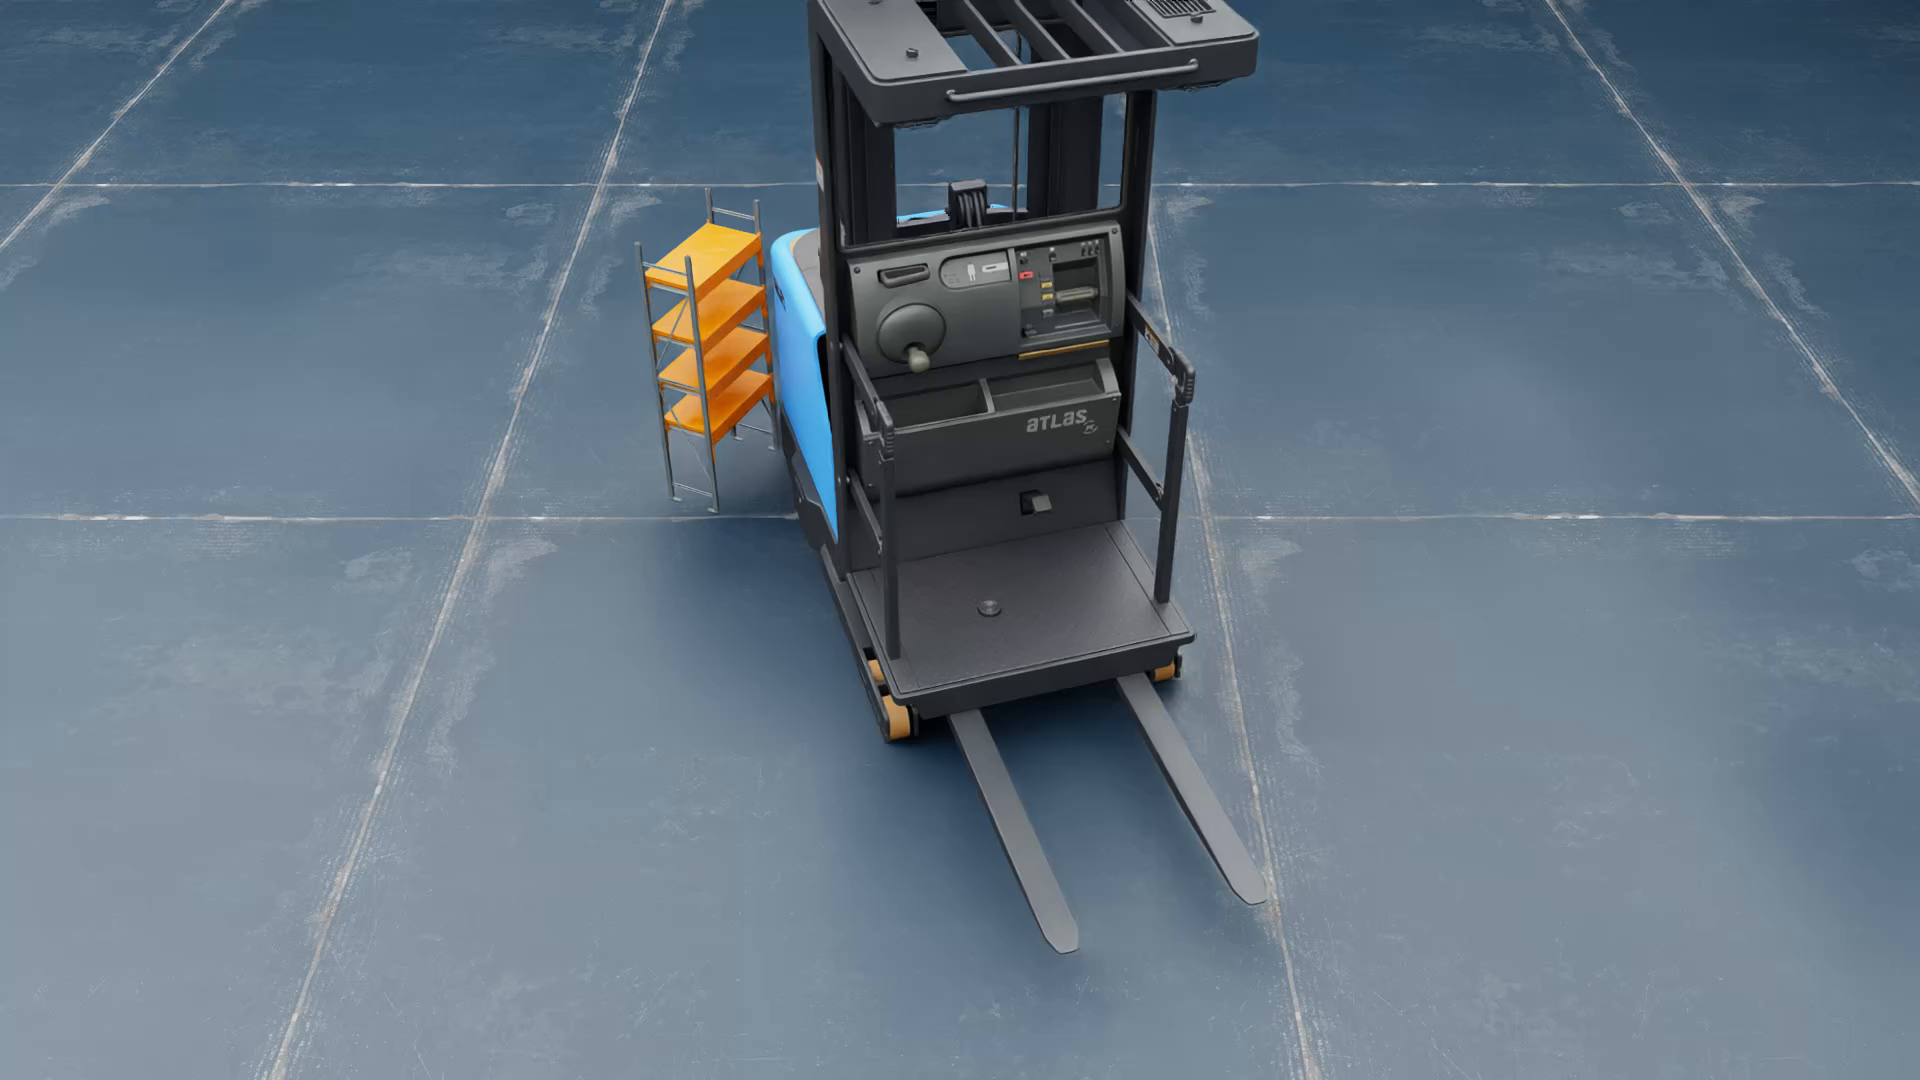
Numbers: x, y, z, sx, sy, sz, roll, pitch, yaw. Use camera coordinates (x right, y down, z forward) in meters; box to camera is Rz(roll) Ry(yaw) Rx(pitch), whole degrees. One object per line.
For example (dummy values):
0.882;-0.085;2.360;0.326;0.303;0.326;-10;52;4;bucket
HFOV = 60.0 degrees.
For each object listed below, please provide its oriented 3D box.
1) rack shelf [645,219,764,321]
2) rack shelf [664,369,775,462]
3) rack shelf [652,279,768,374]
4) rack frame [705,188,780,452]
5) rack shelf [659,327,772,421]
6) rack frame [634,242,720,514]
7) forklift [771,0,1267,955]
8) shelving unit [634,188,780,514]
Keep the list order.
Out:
-1.000;-1.055;6.479;0.258;0.148;0.480;17;42;20;rack shelf
-1.000;-0.541;6.891;0.258;0.148;0.480;17;42;20;rack shelf
-1.000;-0.871;6.627;0.258;0.148;0.480;17;42;20;rack shelf
-0.895;-0.886;6.897;0.240;1.200;0.015;17;42;20;rack frame
-1.000;-0.696;6.767;0.258;0.148;0.480;17;42;20;rack shelf
-1.106;-0.611;6.553;0.240;1.200;0.015;17;42;20;rack frame
0.164;-0.721;5.306;1.130;2.935;3.031;-11;40;-13;forklift
-1.000;-0.749;6.725;0.258;1.200;0.503;17;42;20;shelving unit
